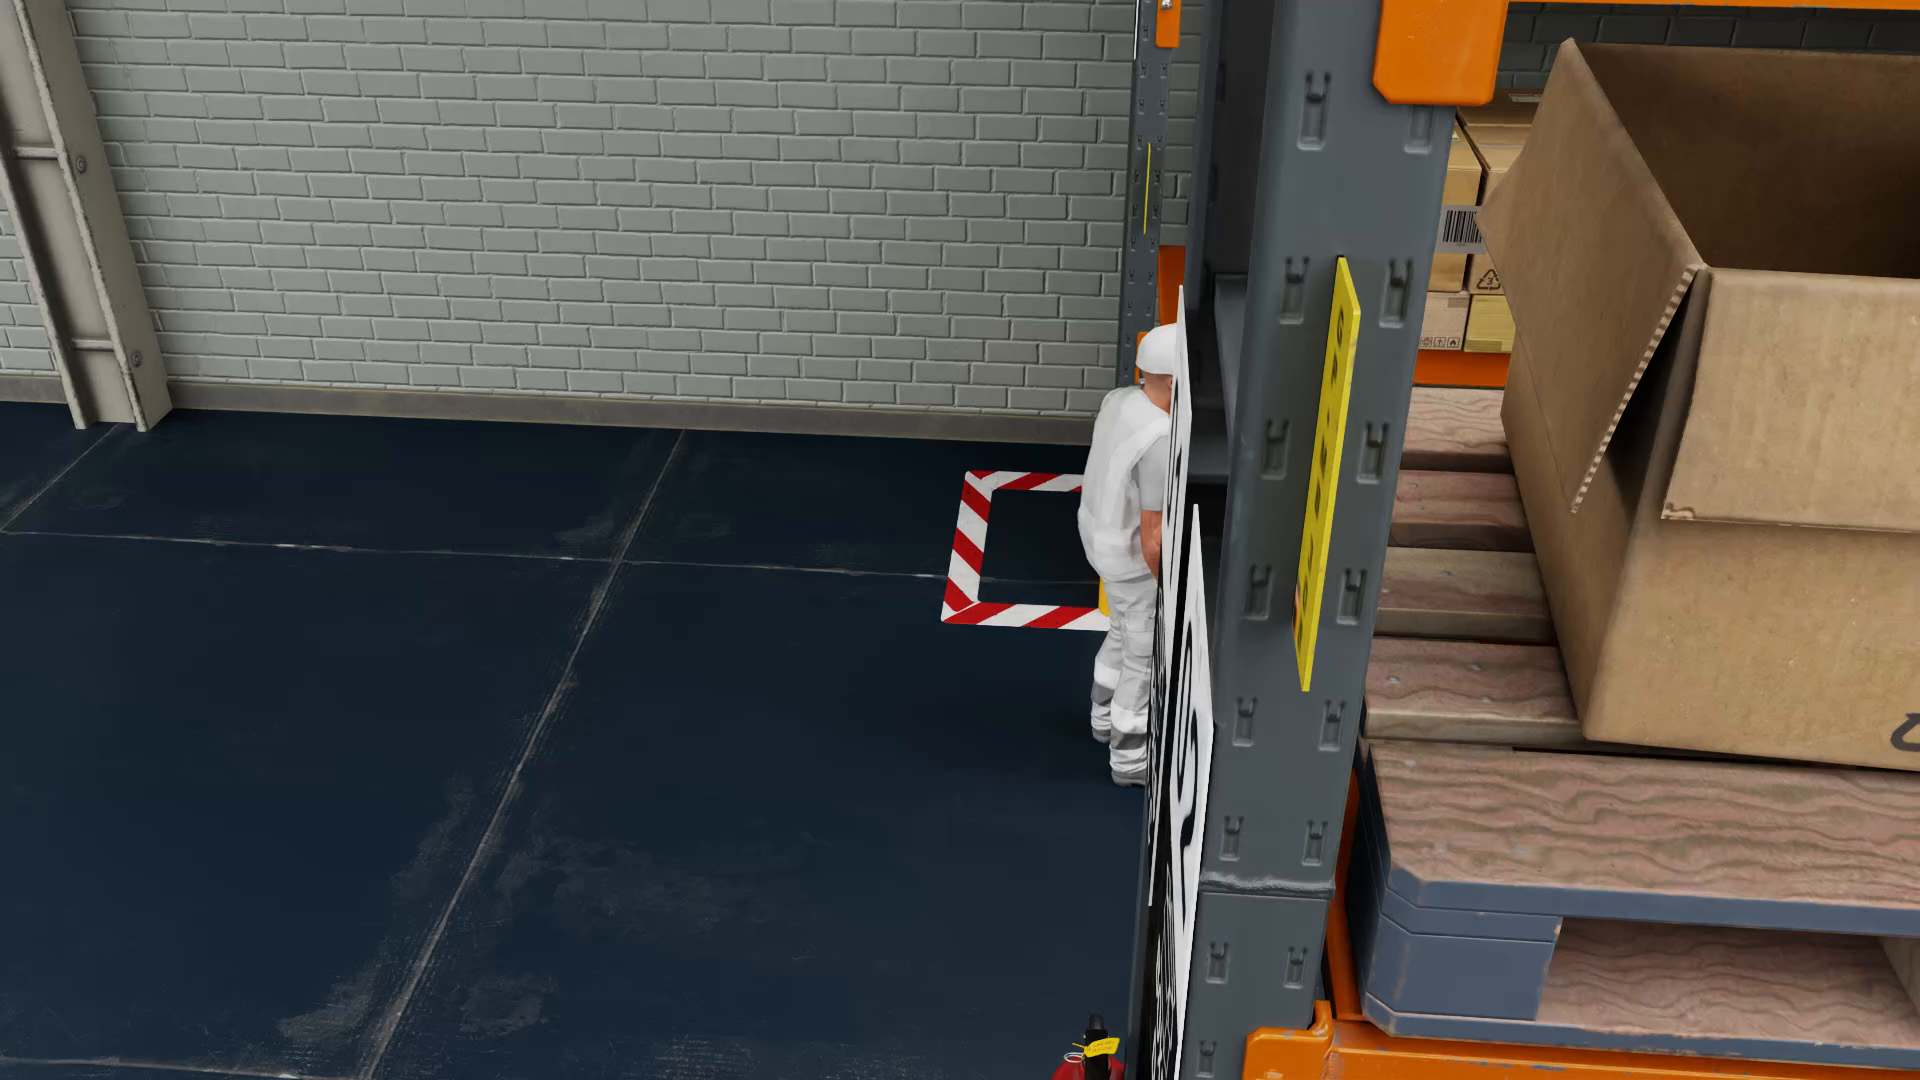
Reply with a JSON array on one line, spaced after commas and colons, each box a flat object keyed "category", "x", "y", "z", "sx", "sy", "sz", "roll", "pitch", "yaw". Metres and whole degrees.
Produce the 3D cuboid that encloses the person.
[{"category": "person", "x": 0.662, "y": 0.054, "z": 6.032, "sx": 0.446, "sy": 1.781, "sz": 0.623, "roll": -6, "pitch": 32, "yaw": -9}]
